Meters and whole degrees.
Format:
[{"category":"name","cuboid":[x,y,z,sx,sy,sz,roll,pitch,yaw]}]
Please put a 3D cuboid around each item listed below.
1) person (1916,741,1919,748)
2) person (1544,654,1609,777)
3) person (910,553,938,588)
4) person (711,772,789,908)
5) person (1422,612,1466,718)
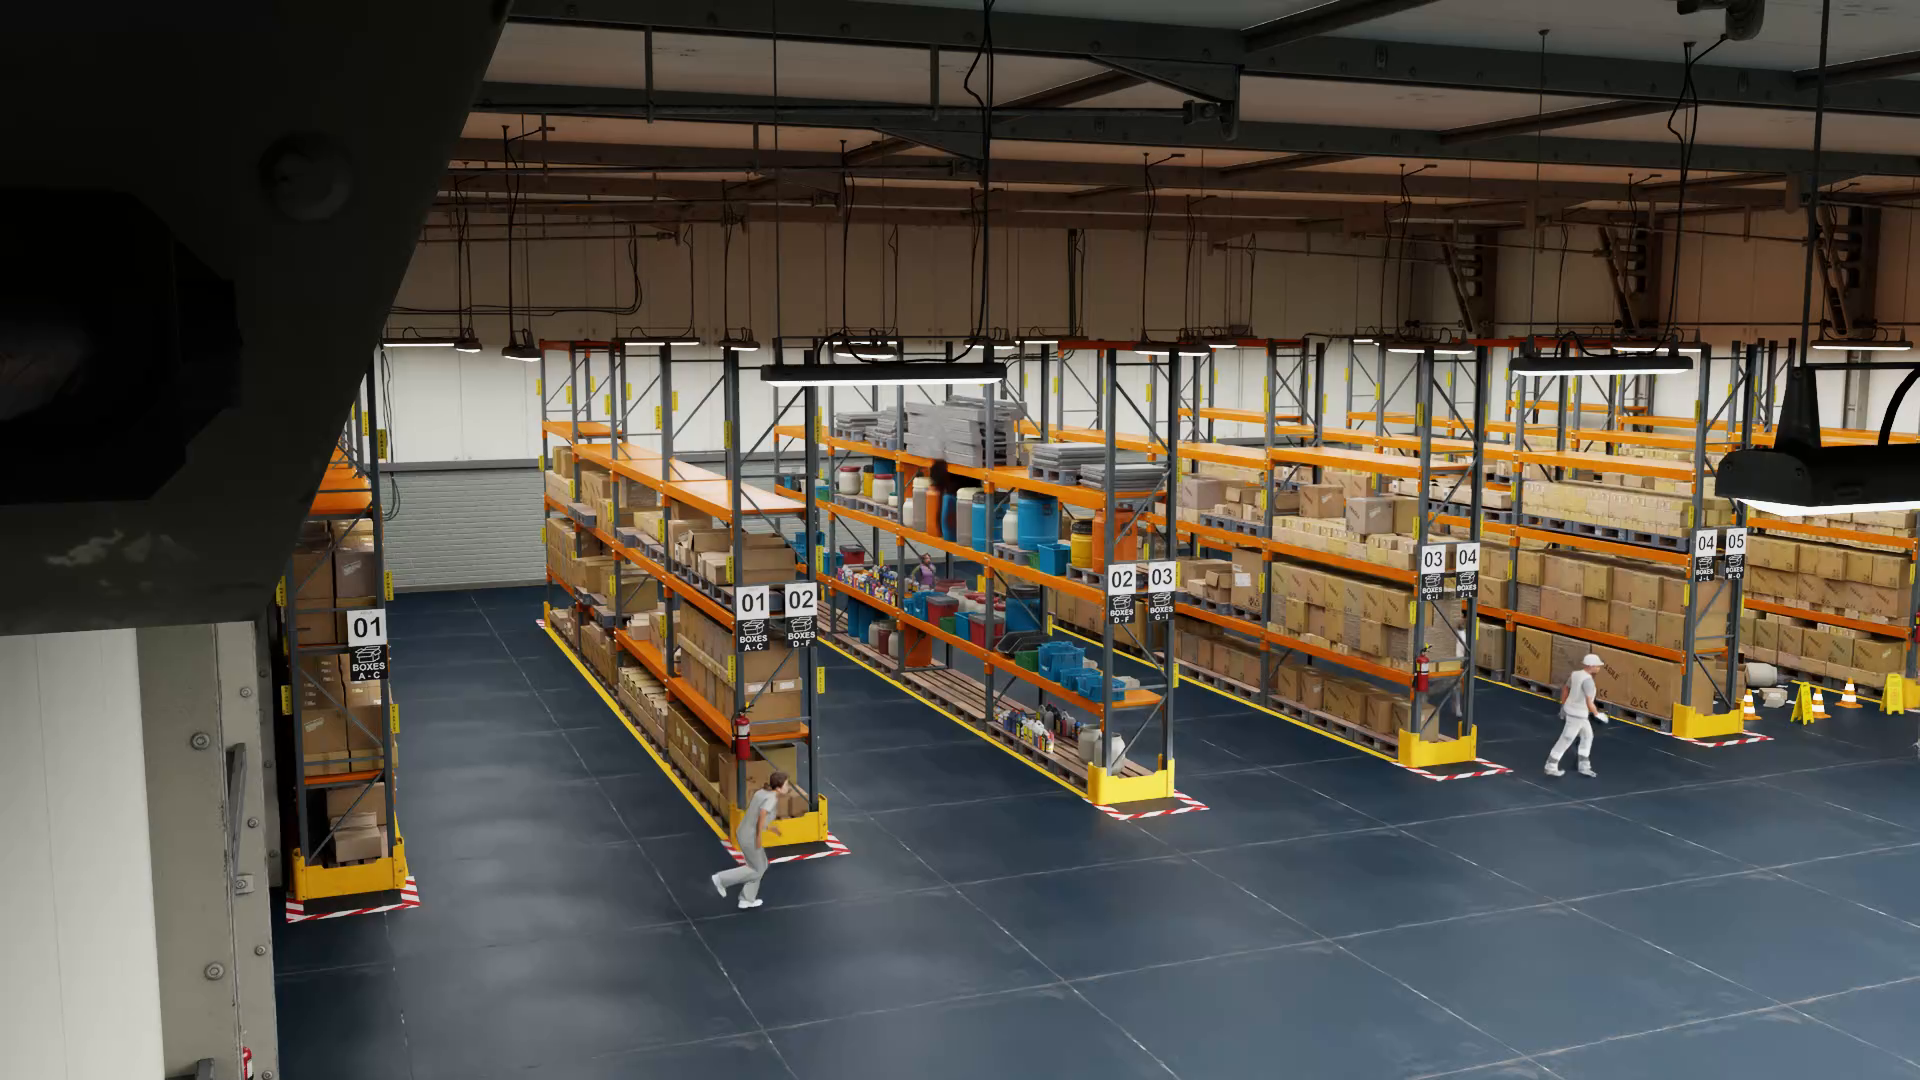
[{"category":"person","cuboid":[14.307,2.386,23.944,0.817,1.710,0.631,7,10,42]},{"category":"person","cuboid":[8.552,2.458,23.065,0.802,1.784,0.571,1,8,10]},{"category":"person","cuboid":[-0.706,1.083,34.299,0.520,1.646,0.743,-4,8,-29]},{"category":"person","cuboid":[-2.263,3.275,18.027,0.868,1.486,0.577,-3,8,-19]},{"category":"person","cuboid":[7.885,1.957,27.002,0.615,1.751,0.823,-7,10,-42]}]
